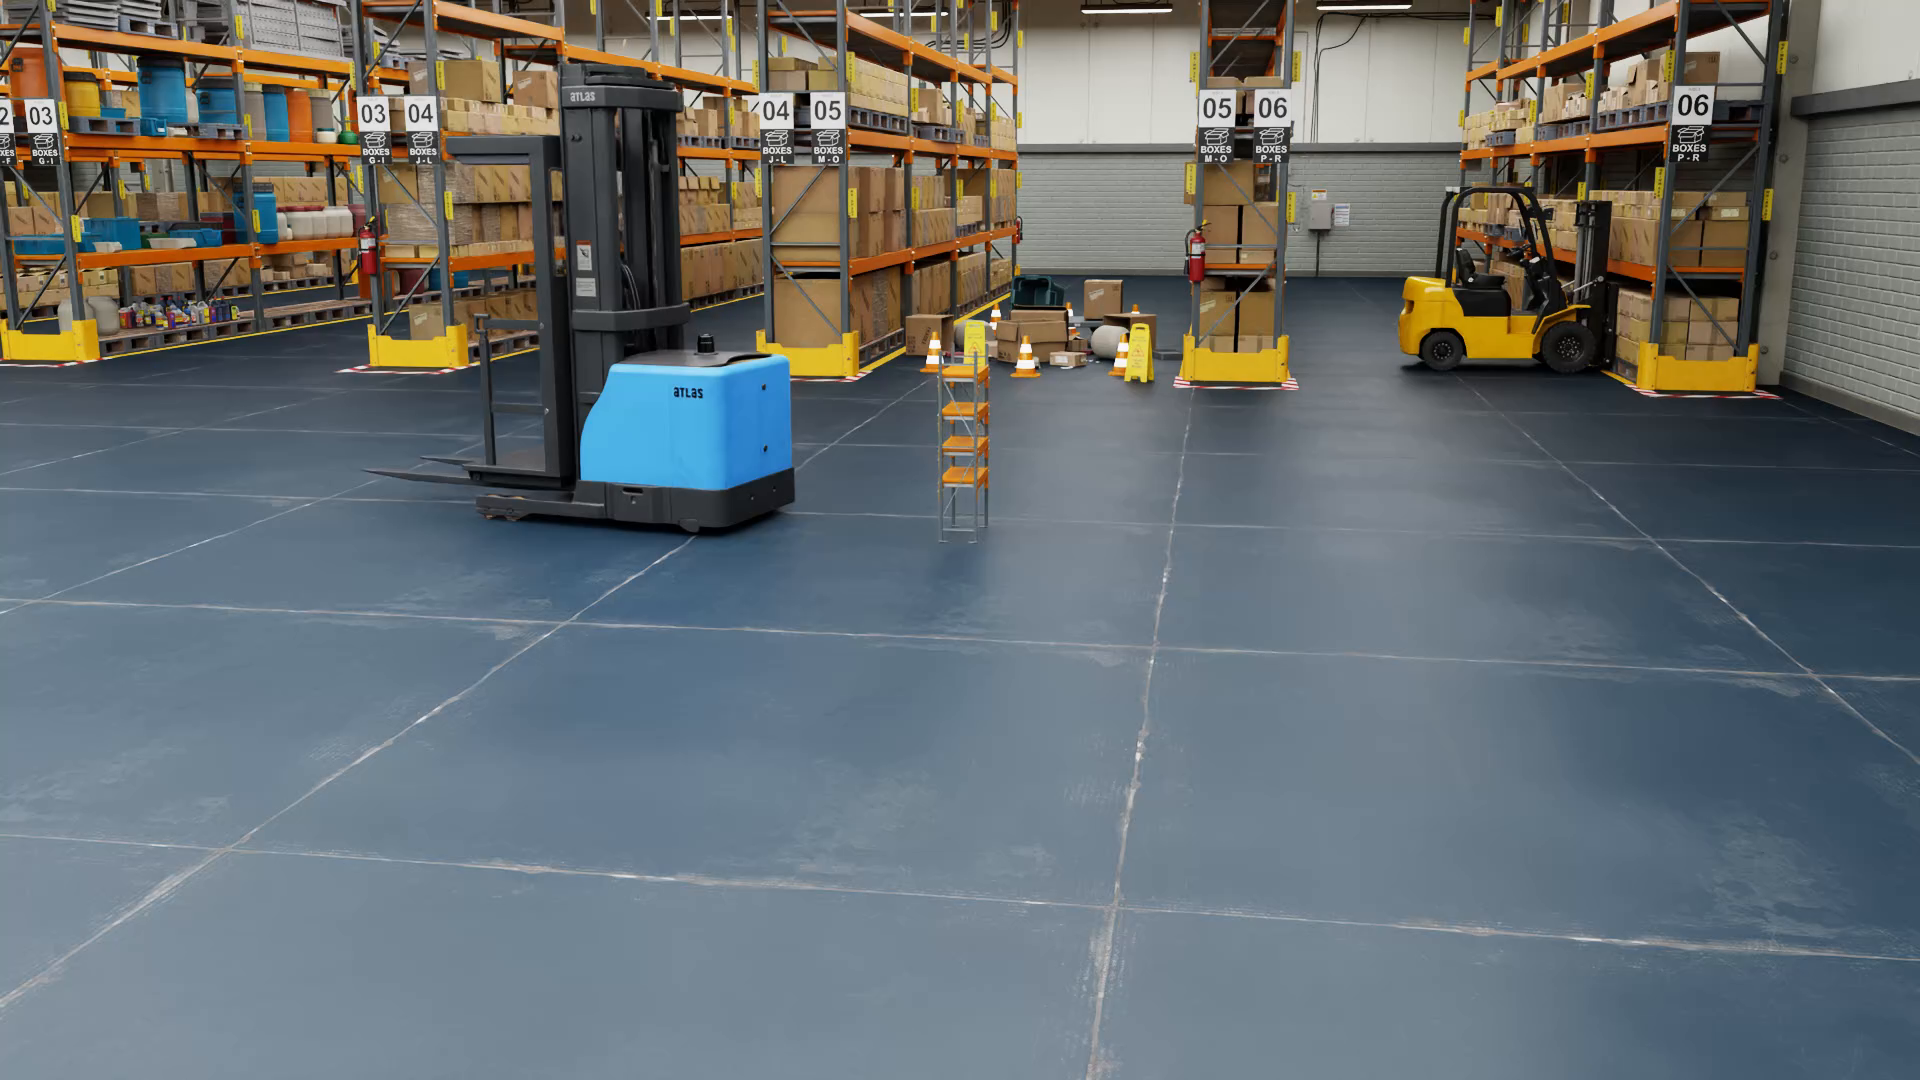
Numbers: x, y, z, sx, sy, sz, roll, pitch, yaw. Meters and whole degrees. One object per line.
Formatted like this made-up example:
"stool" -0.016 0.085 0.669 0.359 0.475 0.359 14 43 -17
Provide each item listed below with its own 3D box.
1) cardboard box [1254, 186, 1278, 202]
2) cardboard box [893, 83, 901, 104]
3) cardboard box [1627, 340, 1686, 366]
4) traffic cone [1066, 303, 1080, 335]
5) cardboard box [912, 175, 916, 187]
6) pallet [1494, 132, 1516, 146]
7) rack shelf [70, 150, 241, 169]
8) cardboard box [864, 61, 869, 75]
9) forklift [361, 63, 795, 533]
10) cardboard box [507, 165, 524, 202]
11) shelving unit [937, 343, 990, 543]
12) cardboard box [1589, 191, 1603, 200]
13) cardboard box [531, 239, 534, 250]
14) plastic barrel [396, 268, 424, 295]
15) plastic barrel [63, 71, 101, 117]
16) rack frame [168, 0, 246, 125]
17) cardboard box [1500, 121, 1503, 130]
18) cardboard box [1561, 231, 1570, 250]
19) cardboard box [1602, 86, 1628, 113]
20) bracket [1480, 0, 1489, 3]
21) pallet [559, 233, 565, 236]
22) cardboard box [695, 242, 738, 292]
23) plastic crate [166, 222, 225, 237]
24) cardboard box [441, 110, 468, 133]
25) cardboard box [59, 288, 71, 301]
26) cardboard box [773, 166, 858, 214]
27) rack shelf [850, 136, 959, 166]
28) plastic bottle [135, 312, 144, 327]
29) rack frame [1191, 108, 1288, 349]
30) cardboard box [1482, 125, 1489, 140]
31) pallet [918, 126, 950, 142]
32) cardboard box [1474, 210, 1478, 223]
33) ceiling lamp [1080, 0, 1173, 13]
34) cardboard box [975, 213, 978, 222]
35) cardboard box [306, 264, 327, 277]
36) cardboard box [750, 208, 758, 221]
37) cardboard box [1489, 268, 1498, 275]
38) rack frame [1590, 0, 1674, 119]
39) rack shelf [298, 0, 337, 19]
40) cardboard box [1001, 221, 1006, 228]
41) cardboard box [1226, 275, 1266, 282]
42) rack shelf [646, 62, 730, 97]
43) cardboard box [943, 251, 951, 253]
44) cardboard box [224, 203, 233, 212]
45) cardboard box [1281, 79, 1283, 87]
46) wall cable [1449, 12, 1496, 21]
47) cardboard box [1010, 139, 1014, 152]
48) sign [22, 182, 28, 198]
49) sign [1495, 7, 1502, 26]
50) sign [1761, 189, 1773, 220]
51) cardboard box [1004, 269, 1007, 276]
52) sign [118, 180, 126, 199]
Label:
"cardboard box" 4.096 -4.604 22.796 0.500 0.500 0.500 2 12 10
"cardboard box" -1.067 -5.832 21.730 0.500 0.250 0.500 2 12 8
"cardboard box" 7.790 -2.092 18.612 0.500 0.250 0.500 2 12 9
"traffic cone" 1.604 -3.272 24.578 0.336 0.463 0.334 2 12 9
"cardboard box" -1.019 -5.004 23.980 0.700 0.500 0.500 2 12 8
"pallet" 9.550 -6.646 27.539 1.213 0.211 1.003 2 12 9
"rack shelf" -14.917 -7.122 31.010 1.077 0.370 4.000 2 12 9
"cardboard box" -1.298 -5.627 19.834 0.380 0.149 0.250 2 12 9
"forklift" -2.698 -1.655 11.217 3.031 2.935 1.130 5 13 21
"cardboard box" -6.083 -4.705 21.890 0.500 0.500 0.500 2 12 9
"shelving unit" 0.025 -0.621 10.527 0.258 1.200 0.503 2 12 9
"cardboard box" 8.303 -4.411 21.356 0.380 0.149 0.250 2 12 10
"cardboard box" -6.037 -4.055 22.784 0.380 0.149 0.250 2 12 9
"plastic barrel" -10.099 -4.794 30.346 0.600 0.588 0.708 2 12 9
"plastic barrel" -11.511 -5.770 21.583 0.600 0.588 0.600 0 12 0
"rack frame" -10.946 -7.530 24.074 1.000 3.000 0.127 2 12 9
"cardboard box" 9.282 -6.957 27.896 0.380 0.149 0.250 2 12 8
"cardboard box" 8.536 -4.101 22.758 0.500 0.250 0.500 2 12 8
"cardboard box" 8.277 -5.468 20.601 0.500 0.311 0.500 2 12 10
"bracket" 11.874 -12.269 37.521 0.235 0.232 0.430 2 12 9
"pallet" -5.791 -4.498 24.698 1.003 0.211 1.213 2 12 9
"cardboard box" -4.900 -5.135 31.248 1.225 0.875 0.875 2 12 9
"plastic crate" -11.152 -4.462 24.226 0.767 0.338 0.504 2 12 9
"cardboard box" -6.338 -5.089 20.224 0.500 0.250 0.500 2 12 10
"cardboard box" -15.221 -4.123 28.035 0.500 0.250 0.500 2 12 10
"cardboard box" -1.686 -4.100 19.478 0.875 0.550 0.550 2 12 9
"rack shelf" -0.859 -5.786 24.810 1.077 0.370 4.000 2 12 9
"plastic bottle" -11.499 -3.089 23.304 0.097 0.201 0.097 0 12 0
"rack frame" 3.125 -3.283 18.608 1.000 3.000 0.127 2 12 9
"cardboard box" 9.772 -7.377 30.132 0.500 0.250 0.500 1 12 7
"pallet" -0.767 -6.093 24.976 1.003 0.211 1.213 2 12 11
"cardboard box" 9.865 -6.015 30.936 0.500 0.250 0.500 2 12 8
"ceiling lamp" 3.603 -13.037 35.773 2.000 3.185 0.800 2 12 9
"cardboard box" 0.119 -5.808 29.923 0.380 0.149 0.250 2 12 8
"cardboard box" -14.010 -5.810 35.814 0.500 0.250 0.500 2 12 9
"cardboard box" -4.335 -6.475 33.069 0.500 0.250 0.500 2 12 10
"cardboard box" 9.579 -4.511 29.242 0.500 0.500 0.500 2 12 11
"rack frame" 8.645 -6.889 21.097 1.000 3.000 0.127 2 12 9
"rack shelf" -14.302 -11.046 34.208 1.077 0.370 4.000 2 12 9
"cardboard box" 0.723 -6.342 33.400 0.380 0.149 0.250 1 12 6
"cardboard box" 4.544 -4.256 27.170 0.875 0.875 0.875 2 12 8
"rack shelf" -5.129 -8.072 29.243 1.077 0.370 4.000 2 12 9
"cardboard box" -0.311 -5.125 30.312 0.500 0.250 0.500 1 12 6
"cardboard box" -14.786 -6.585 33.693 0.500 0.500 0.500 2 12 10
"cardboard box" 3.504 -5.187 19.025 0.380 0.149 0.250 2 12 9
"wall cable" 12.624 -13.239 37.362 2.988 3.039 0.133 2 12 9
"cardboard box" 0.799 -7.937 33.436 0.500 0.250 0.500 2 12 9
"sign" -18.967 -7.096 33.738 0.100 0.325 0.005 2 12 9
"sign" 9.342 -9.071 28.817 0.100 0.325 0.005 2 12 9
"sign" 8.578 -3.566 17.677 0.100 0.325 0.005 2 12 9
"cardboard box" 0.735 -5.375 33.377 0.380 0.149 0.250 2 12 9
"sign" -14.676 -6.140 29.116 0.100 0.325 0.005 2 12 9
